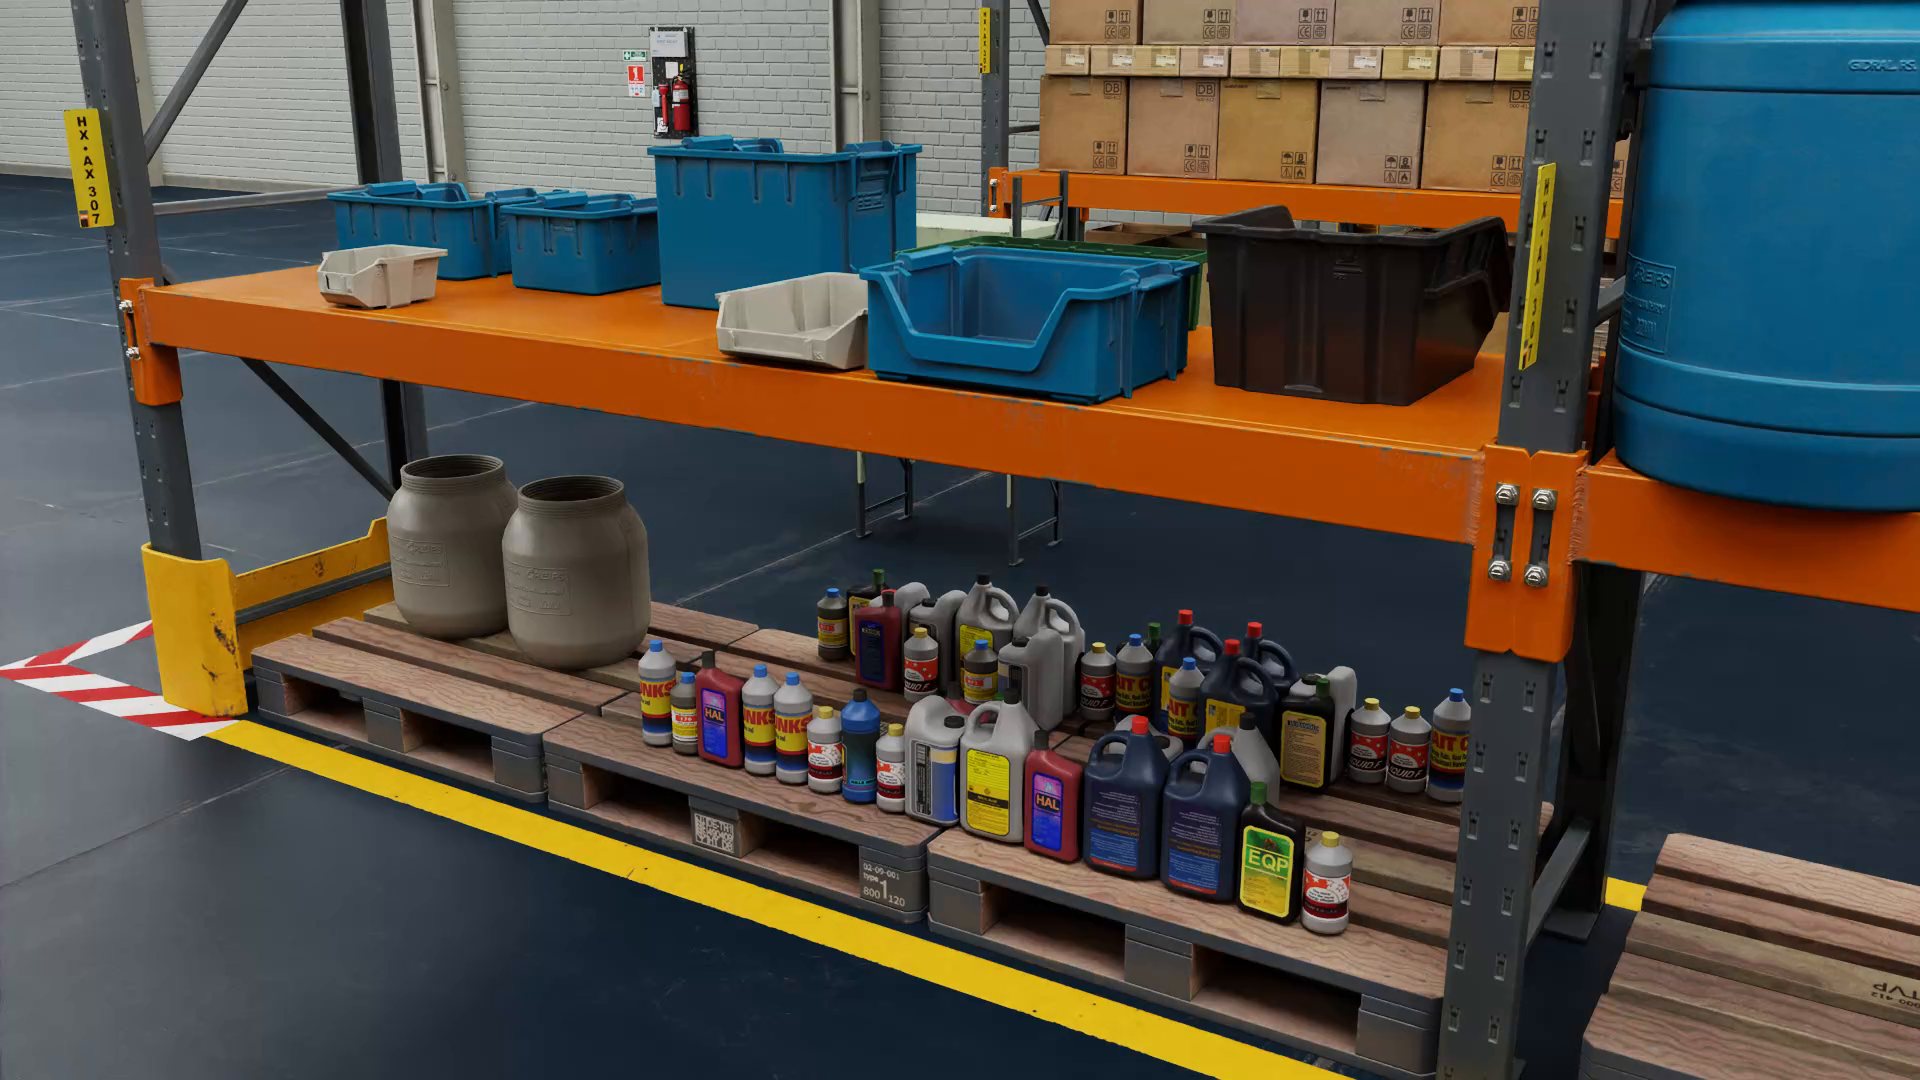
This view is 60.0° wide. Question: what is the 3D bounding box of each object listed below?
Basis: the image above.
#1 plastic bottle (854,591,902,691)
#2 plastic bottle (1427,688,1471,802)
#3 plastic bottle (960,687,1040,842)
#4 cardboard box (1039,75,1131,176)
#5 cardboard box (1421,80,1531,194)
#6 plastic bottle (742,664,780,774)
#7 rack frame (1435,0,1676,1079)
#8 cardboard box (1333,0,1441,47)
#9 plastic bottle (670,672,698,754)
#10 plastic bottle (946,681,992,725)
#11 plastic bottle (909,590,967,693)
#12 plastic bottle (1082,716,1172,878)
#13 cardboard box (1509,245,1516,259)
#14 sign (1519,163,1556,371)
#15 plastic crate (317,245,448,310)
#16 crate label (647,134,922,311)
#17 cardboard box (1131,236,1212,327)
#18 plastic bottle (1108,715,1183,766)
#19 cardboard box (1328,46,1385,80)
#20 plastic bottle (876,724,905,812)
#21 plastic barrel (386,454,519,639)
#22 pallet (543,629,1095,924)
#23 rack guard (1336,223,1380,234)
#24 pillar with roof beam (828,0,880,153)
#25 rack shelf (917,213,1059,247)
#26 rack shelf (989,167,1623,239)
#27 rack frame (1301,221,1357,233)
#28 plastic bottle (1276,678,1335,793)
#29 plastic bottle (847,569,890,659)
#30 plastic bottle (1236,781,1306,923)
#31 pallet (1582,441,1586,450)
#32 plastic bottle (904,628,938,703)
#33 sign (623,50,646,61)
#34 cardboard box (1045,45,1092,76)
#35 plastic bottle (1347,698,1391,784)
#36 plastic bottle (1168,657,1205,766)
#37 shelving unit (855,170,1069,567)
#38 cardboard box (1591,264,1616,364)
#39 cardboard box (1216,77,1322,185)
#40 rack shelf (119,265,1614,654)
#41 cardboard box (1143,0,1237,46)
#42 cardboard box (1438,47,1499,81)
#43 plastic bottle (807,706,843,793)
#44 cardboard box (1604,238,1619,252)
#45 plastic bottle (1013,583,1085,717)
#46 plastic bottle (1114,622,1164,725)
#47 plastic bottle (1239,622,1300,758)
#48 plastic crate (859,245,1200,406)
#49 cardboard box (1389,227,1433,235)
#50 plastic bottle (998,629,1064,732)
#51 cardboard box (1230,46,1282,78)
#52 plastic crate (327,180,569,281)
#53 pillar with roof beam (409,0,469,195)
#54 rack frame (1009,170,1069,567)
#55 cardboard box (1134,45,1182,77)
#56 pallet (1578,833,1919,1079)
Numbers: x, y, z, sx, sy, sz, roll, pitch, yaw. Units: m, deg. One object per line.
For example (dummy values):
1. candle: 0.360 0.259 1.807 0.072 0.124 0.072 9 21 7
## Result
1. plastic bottle: -0.233 0.277 4.723 0.133 0.283 0.061 10 20 30
2. plastic bottle: 1.194 0.492 4.037 0.097 0.271 0.097 0 17 0
3. plastic bottle: 0.098 0.506 3.854 0.185 0.351 0.144 10 20 30
4. cardboard box: 0.814 -2.254 8.968 0.500 0.500 0.700 10 20 30
5. cardboard box: 2.572 -1.942 7.940 0.500 0.500 0.700 10 20 31
6. plastic bottle: -0.498 0.446 4.189 0.097 0.271 0.097 0 17 0
7. rack frame: 1.236 -0.446 3.187 0.127 3.000 1.000 10 20 30
8. cardboard box: 2.167 -2.635 7.992 0.500 0.500 0.700 10 20 30
9. plastic bottle: -0.702 0.443 4.319 0.097 0.201 0.097 0 17 0
10. plastic bottle: 0.017 0.487 4.035 0.133 0.283 0.061 10 20 30
11. plastic bottle: -0.059 0.276 4.742 0.135 0.276 0.152 10 19 29
12. plastic bottle: 0.373 0.556 3.692 0.185 0.351 0.144 9 19 27
13. cardboard box: 2.748 -1.216 8.442 0.500 0.500 0.500 10 20 30
14. sign: 0.939 -0.444 2.704 0.005 0.325 0.100 10 20 30
15. plastic crate: -1.578 -0.712 4.518 0.250 0.136 0.298 10 20 30
16. crate label: -0.462 -0.858 4.484 0.616 0.435 0.502 10 20 30
17. cardboard box: 1.191 -1.312 8.758 0.500 0.500 0.500 10 20 30
18. plastic bottle: 0.429 0.551 3.836 0.135 0.276 0.152 10 20 30
19. cardboard box: 1.954 -2.291 7.976 0.250 0.149 0.380 10 20 31
20. plastic bottle: -0.153 0.541 3.997 0.097 0.201 0.097 0 17 0
21. plastic barrel: -1.571 0.017 5.224 0.421 0.512 0.421 0 17 0
22. pallet: -0.358 0.591 4.573 1.213 0.211 1.003 10 20 30
23. rack guard: 3.077 -2.300 13.593 0.348 0.500 1.175 10 20 30
24. pillar with roof beam: -3.304 -6.332 12.245 0.400 9.000 9.100 10 20 30
25. rack shelf: -0.006 -1.092 6.553 0.720 0.370 0.431 10 20 30
26. rack shelf: 2.128 -1.632 8.330 4.000 0.370 1.077 10 20 30
27. rack frame: 3.013 -3.508 13.268 0.127 3.000 1.000 10 20 30
28. plastic bottle: 0.849 0.471 4.088 0.133 0.283 0.061 10 20 30
29. plastic bottle: -0.269 0.219 4.915 0.133 0.283 0.061 11 20 31
30. plastic bottle: 0.654 0.652 3.490 0.133 0.283 0.061 11 20 33
31. pallet: 3.176 -0.469 8.062 1.213 0.211 1.003 10 20 30
32. plastic bottle: -0.108 0.345 4.642 0.097 0.201 0.097 0 17 0
33. sign: -3.555 -5.291 18.165 0.331 0.109 0.001 10 20 30
34. cardboard box: 0.645 -2.525 8.746 0.250 0.149 0.380 10 20 30
35. plastic bottle: 1.021 0.495 4.149 0.097 0.201 0.097 0 17 0
36. plastic bottle: 0.579 0.432 4.237 0.097 0.271 0.097 0 17 0
37. shelving unit: -0.006 -0.719 6.667 0.755 1.500 0.431 10 20 30
38. cardboard box: 2.902 -1.011 7.768 0.500 0.500 0.500 10 20 30
39. cardboard box: 1.685 -2.098 8.456 0.500 0.500 0.700 10 20 30
40. rack shelf: -0.468 -0.406 4.293 4.000 0.370 1.077 10 20 30
41. cardboard box: 1.311 -2.788 8.494 0.500 0.500 0.700 10 19 29
42. cardboard box: 2.407 -2.212 7.714 0.250 0.149 0.380 11 20 32
43. plastic bottle: -0.329 0.510 4.100 0.097 0.201 0.097 0 17 0
44. cardboard box: 4.640 -2.184 12.454 0.500 0.500 0.700 9 19 27
45. plastic bottle: 0.243 0.292 4.558 0.185 0.351 0.144 10 20 30
46. plastic bottle: 0.486 0.354 4.472 0.133 0.283 0.061 11 20 32
47. plastic bottle: 0.766 0.386 4.251 0.185 0.351 0.144 11 20 32
48. plastic crate: 0.151 -0.476 3.542 0.616 0.251 0.499 10 20 30
49. cardboard box: 3.555 -2.304 13.175 0.500 0.311 0.500 8 19 24
50. plastic bottle: 0.187 0.369 4.436 0.135 0.276 0.152 10 20 30
51. cardboard box: 1.526 -2.369 8.231 0.250 0.149 0.380 9 19 28
52. plastic crate: -1.589 -0.981 5.205 0.616 0.251 0.499 10 20 30
53. pillar with roof beam: -8.417 -7.245 15.250 0.400 9.000 9.100 10 20 30
54. rack frame: 0.306 -0.663 6.483 0.023 1.500 0.400 10 20 30
55. cardboard box: 1.083 -2.448 8.490 0.250 0.149 0.380 10 20 30
56. pallet: 1.926 0.998 3.231 1.213 0.211 1.003 10 20 30
